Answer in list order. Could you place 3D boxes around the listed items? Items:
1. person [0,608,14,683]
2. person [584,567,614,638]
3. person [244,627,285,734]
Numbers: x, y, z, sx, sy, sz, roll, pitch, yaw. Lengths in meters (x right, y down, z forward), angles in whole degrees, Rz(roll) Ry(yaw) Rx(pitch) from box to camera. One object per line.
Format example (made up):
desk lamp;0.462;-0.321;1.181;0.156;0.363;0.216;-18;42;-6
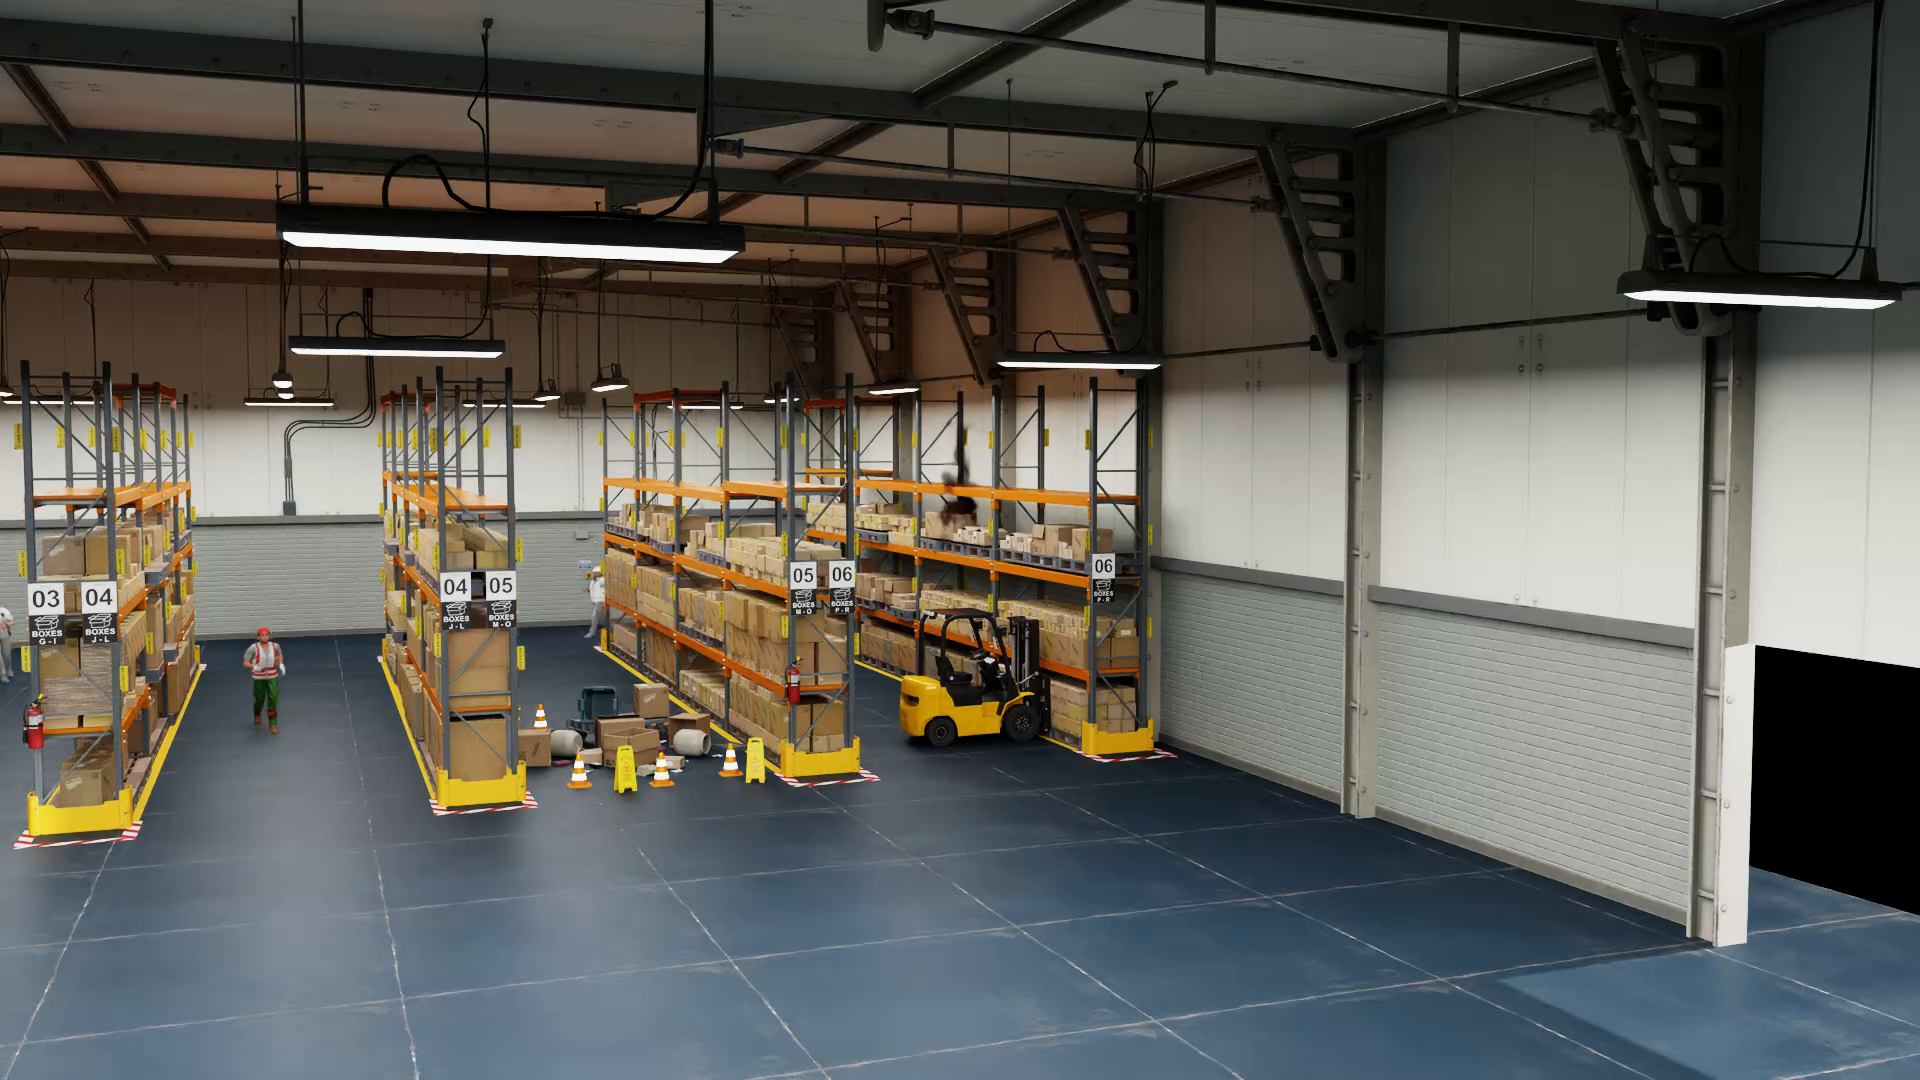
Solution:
person;-19.993;2.038;34.496;0.674;1.782;0.961;-2;4;-33
person;-9.126;1.559;42.068;0.948;1.783;0.644;-3;5;-45
person;-11.905;2.380;28.483;0.676;1.796;0.972;-2;4;-36
